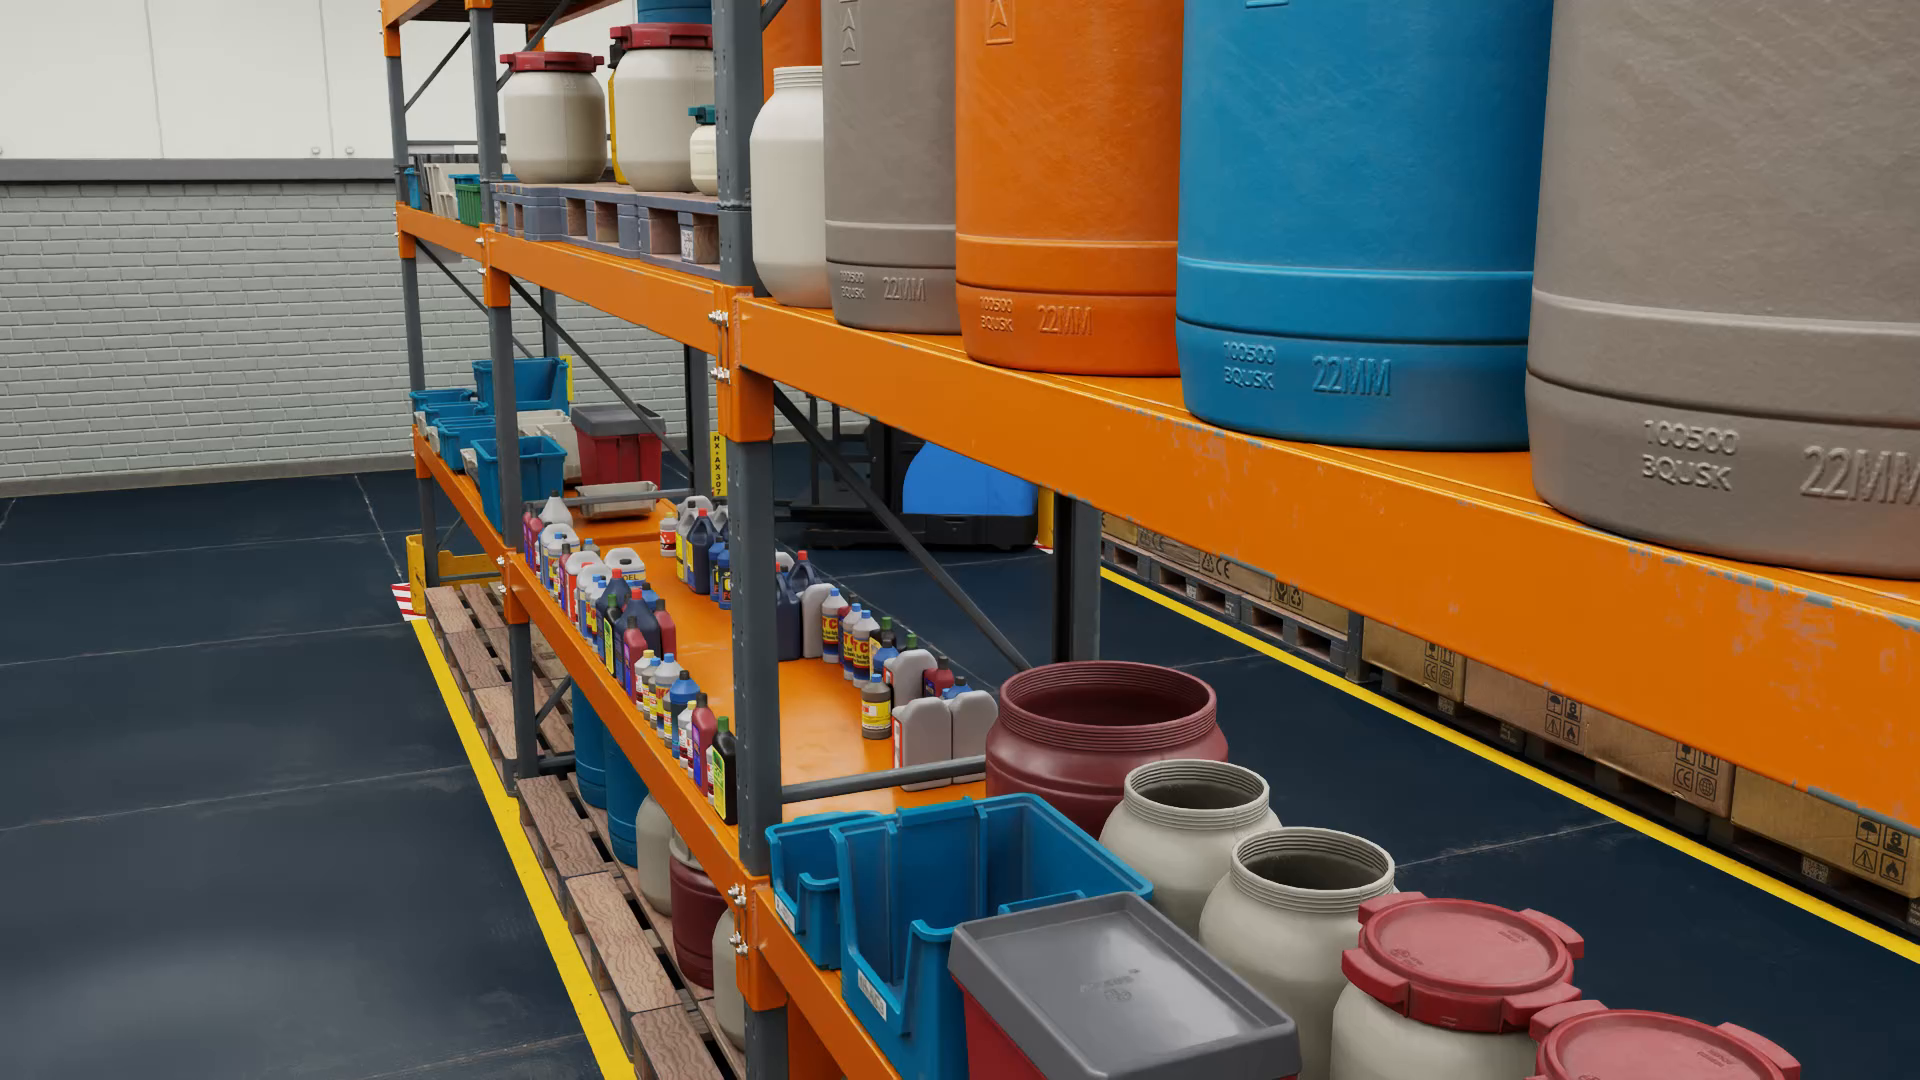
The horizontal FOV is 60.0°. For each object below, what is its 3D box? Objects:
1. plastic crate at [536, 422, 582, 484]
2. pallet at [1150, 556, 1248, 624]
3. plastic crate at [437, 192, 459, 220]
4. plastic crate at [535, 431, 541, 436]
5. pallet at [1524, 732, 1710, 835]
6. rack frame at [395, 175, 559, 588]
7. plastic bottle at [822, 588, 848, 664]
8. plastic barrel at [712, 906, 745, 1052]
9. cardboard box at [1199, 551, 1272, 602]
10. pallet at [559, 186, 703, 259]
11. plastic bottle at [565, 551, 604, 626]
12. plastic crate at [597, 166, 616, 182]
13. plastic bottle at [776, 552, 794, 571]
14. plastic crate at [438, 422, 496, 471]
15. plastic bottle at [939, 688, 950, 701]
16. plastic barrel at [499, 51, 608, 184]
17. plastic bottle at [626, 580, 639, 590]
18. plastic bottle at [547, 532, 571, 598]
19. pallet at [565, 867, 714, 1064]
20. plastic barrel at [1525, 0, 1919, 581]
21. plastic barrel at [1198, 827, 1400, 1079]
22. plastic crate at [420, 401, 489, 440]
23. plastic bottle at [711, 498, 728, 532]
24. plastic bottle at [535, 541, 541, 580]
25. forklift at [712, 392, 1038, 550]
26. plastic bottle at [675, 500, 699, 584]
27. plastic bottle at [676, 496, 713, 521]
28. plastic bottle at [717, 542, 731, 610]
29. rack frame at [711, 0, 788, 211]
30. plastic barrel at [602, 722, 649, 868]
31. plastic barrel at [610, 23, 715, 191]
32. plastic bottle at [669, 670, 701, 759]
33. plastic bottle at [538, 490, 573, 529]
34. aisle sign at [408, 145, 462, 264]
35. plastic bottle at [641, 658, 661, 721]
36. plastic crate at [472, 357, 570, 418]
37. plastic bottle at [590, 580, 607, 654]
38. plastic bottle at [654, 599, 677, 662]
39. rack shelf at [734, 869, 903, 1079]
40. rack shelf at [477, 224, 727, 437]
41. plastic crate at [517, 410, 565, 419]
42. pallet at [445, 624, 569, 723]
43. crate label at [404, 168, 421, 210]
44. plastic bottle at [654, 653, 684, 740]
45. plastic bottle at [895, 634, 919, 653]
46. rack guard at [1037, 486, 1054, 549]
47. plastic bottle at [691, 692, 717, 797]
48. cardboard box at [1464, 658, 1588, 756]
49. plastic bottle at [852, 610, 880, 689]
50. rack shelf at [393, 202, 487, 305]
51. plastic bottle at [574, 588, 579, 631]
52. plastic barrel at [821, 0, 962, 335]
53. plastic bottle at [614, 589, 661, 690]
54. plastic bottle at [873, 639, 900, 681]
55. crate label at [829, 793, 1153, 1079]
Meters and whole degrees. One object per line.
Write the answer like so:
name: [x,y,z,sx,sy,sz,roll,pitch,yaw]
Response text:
plastic crate: [-2.145,-0.495,9.487,0.437,0.282,0.530,-6,14,-23]
pallet: [2.110,0.303,12.093,1.003,0.211,1.213,-6,14,-23]
plastic crate: [-2.561,-1.753,8.724,0.293,0.136,0.466,-6,14,-23]
plastic crate: [-2.440,-0.591,10.222,0.298,0.136,0.250,-6,14,-23]
pallet: [3.707,1.124,8.543,1.003,0.211,1.213,-6,14,-23]
rack frame: [-3.305,-1.018,11.616,1.000,3.000,0.127,-6,14,-23]
plastic bottle: [-0.461,0.314,6.147,0.097,0.271,0.097,0,13,0]
plastic barrel: [-0.620,1.434,5.608,0.421,0.512,0.421,0,13,0]
cardboard box: [2.284,-0.138,11.595,0.875,0.875,0.875,-6,14,-23]
pallet: [-0.842,-1.174,6.056,1.003,0.211,1.213,-6,14,-23]
plastic bottle: [-1.495,0.190,6.671,0.152,0.276,0.135,-6,14,-23]
plastic crate: [-1.949,-1.871,8.938,0.497,0.269,0.590,-6,14,-23]
plastic bottle: [-0.753,0.176,6.731,0.152,0.276,0.135,-6,14,-23]
plastic crate: [-2.860,-0.551,9.836,0.416,0.233,0.300,-6,14,-23]
plastic bottle: [-0.038,0.566,5.211,0.097,0.201,0.097,0,13,0]
plastic barrel: [-1.721,-1.793,7.077,0.433,0.535,0.433,0,13,0]
plastic bottle: [-1.295,0.259,6.538,0.097,0.201,0.097,0,13,0]
plastic bottle: [-1.698,0.103,7.058,0.097,0.271,0.097,0,13,0]
pallet: [-0.939,1.582,6.565,1.003,0.211,1.213,-6,14,-23]
plastic barrel: [0.838,-0.465,1.463,0.600,0.901,0.600,0,13,0]
plastic barrel: [0.676,0.860,3.252,0.421,0.512,0.421,0,13,0]
plastic crate: [-3.244,-0.749,10.692,0.416,0.233,0.300,-6,14,-23]
plastic bottle: [-1.034,-0.007,7.359,0.144,0.351,0.185,-6,14,-23]
plastic bottle: [-1.830,0.069,7.359,0.097,0.201,0.097,0,13,0]
forklift: [-0.859,-1.467,13.706,3.031,2.935,1.130,1,13,6]
plastic bottle: [-1.166,0.006,7.302,0.144,0.351,0.185,-6,14,-23]
plastic bottle: [-1.248,-0.079,7.834,0.152,0.276,0.135,-6,14,-23]
plastic bottle: [-0.953,0.146,6.873,0.097,0.271,0.097,0,13,0]
rack frame: [-0.100,-2.288,3.799,1.000,3.000,0.127,-6,14,-23]
plastic barrel: [-1.216,0.886,7.111,0.600,0.901,0.708,-6,14,-23]
plastic barrel: [-0.948,-1.450,5.598,0.433,0.535,0.433,0,13,0]
plastic bottle: [-0.853,0.539,5.174,0.097,0.271,0.097,0,13,0]
plastic bottle: [-1.842,-0.057,7.575,0.144,0.351,0.185,-6,14,-23]
aisle sign: [-3.606,-2.273,11.272,0.394,0.787,0.004,-6,14,-23]
plastic bottle: [-1.009,0.493,5.530,0.097,0.201,0.097,0,13,0]
plastic crate: [-2.999,-1.012,11.380,0.616,0.435,0.499,-6,14,-23]
plastic bottle: [-1.342,0.287,6.264,0.097,0.271,0.097,0,13,0]
plastic bottle: [-1.053,0.359,5.924,0.061,0.283,0.133,-6,14,-23]
rack shelf: [0.701,1.398,2.771,1.077,0.370,4.000,-6,14,-23]
rack shelf: [-0.901,-0.889,6.003,1.077,0.370,4.000,-6,14,-23]
plastic crate: [-2.812,-0.767,10.982,0.396,0.136,0.243,-6,14,-23]
pallet: [-2.525,0.766,10.092,1.003,0.211,1.213,-6,14,-23]
crate label: [-3.231,-2.187,10.345,0.408,0.251,0.502,-6,14,-23]
plastic bottle: [-0.931,0.499,5.348,0.097,0.271,0.097,0,13,0]
plastic bottle: [-0.174,0.446,5.551,0.061,0.283,0.133,-6,14,-23]
rack guard: [1.224,-0.253,13.853,1.175,0.500,0.348,-6,14,-23]
plastic bottle: [-0.745,0.599,4.889,0.061,0.283,0.133,-6,14,-23]
cardboard box: [3.469,0.506,8.810,1.225,0.875,0.875,-6,14,-25]
plastic bottle: [-0.330,0.382,5.854,0.097,0.271,0.097,0,13,0]
rack shelf: [-2.504,-1.716,9.574,1.077,0.370,4.000,-6,14,-23]
plastic bottle: [-1.474,0.253,6.566,0.097,0.201,0.097,0,13,0]
plastic barrel: [0.030,-0.882,3.263,0.600,0.901,0.600,0,13,0]
plastic bottle: [-1.136,0.341,5.854,0.144,0.351,0.185,-6,14,-23]
plastic bottle: [-0.240,0.462,5.506,0.097,0.271,0.097,0,13,0]
crate label: [0.050,0.847,3.479,0.502,0.435,0.616,-6,14,-23]
